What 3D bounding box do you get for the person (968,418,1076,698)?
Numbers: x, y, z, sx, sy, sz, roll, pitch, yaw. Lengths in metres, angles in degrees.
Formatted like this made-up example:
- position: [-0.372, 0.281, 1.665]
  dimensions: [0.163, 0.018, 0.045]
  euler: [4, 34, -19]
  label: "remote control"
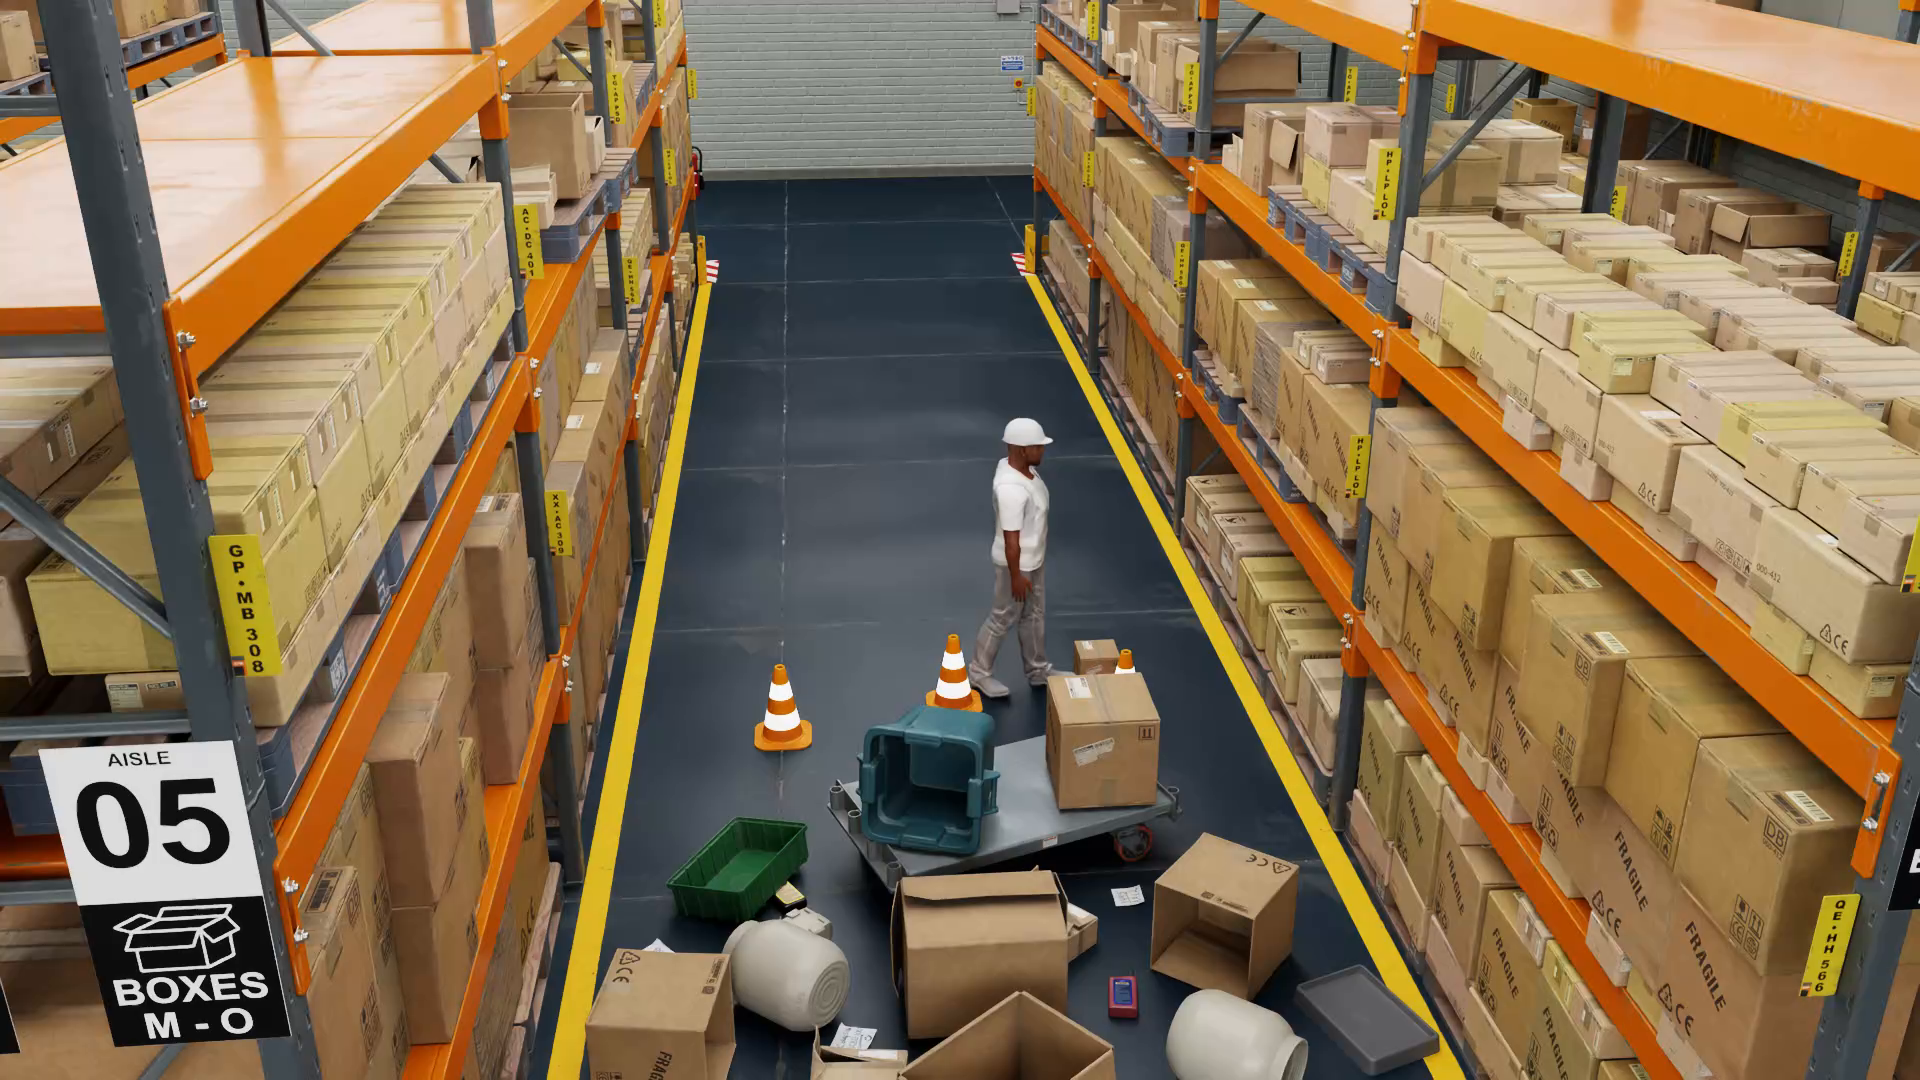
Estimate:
- position: [0.385, 0.112, 10.020]
  dimensions: [0.667, 1.770, 0.589]
  euler: [4, 24, 10]
  label: "person"
